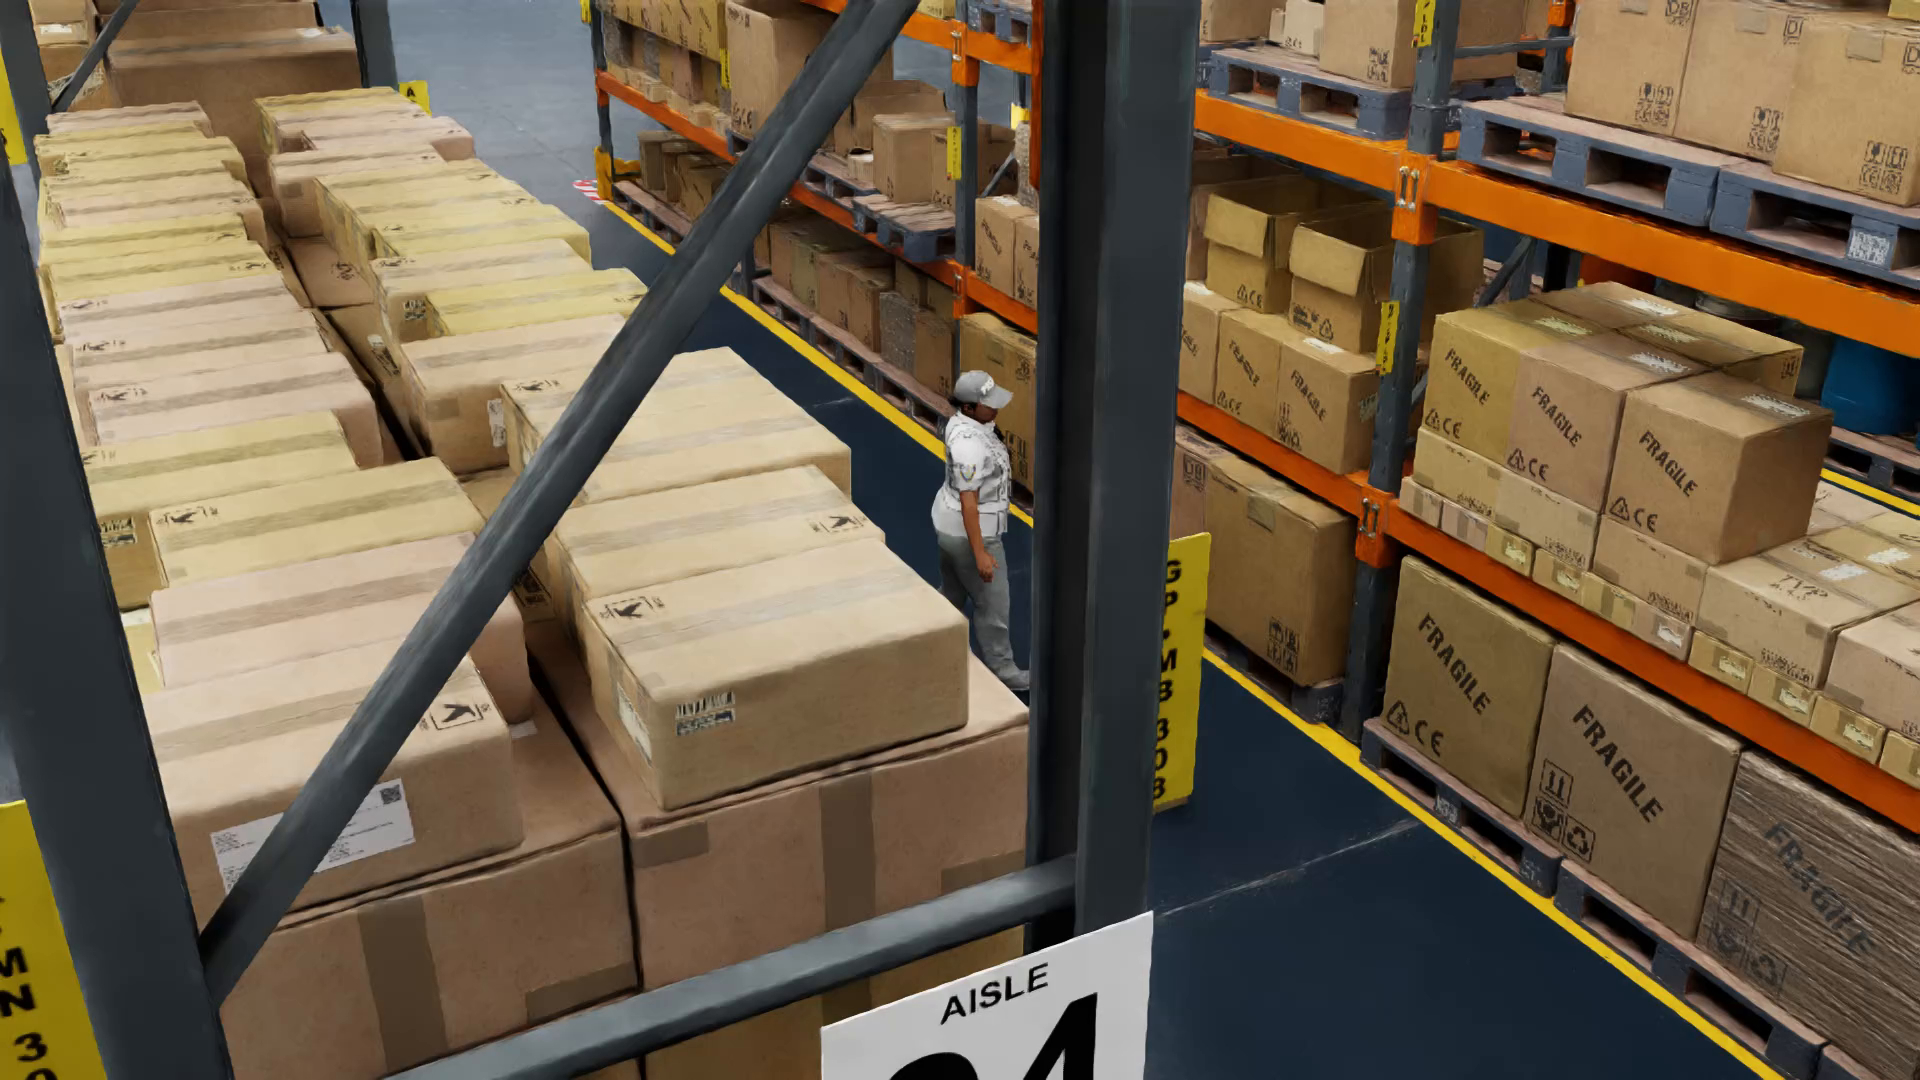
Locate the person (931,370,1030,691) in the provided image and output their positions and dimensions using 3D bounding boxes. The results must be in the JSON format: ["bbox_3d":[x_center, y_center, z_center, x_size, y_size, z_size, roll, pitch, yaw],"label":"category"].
[{"bbox_3d":[0.133,-0.038,8.148,0.591,1.658,0.662,-3,26,-6],"label":"person"}]
